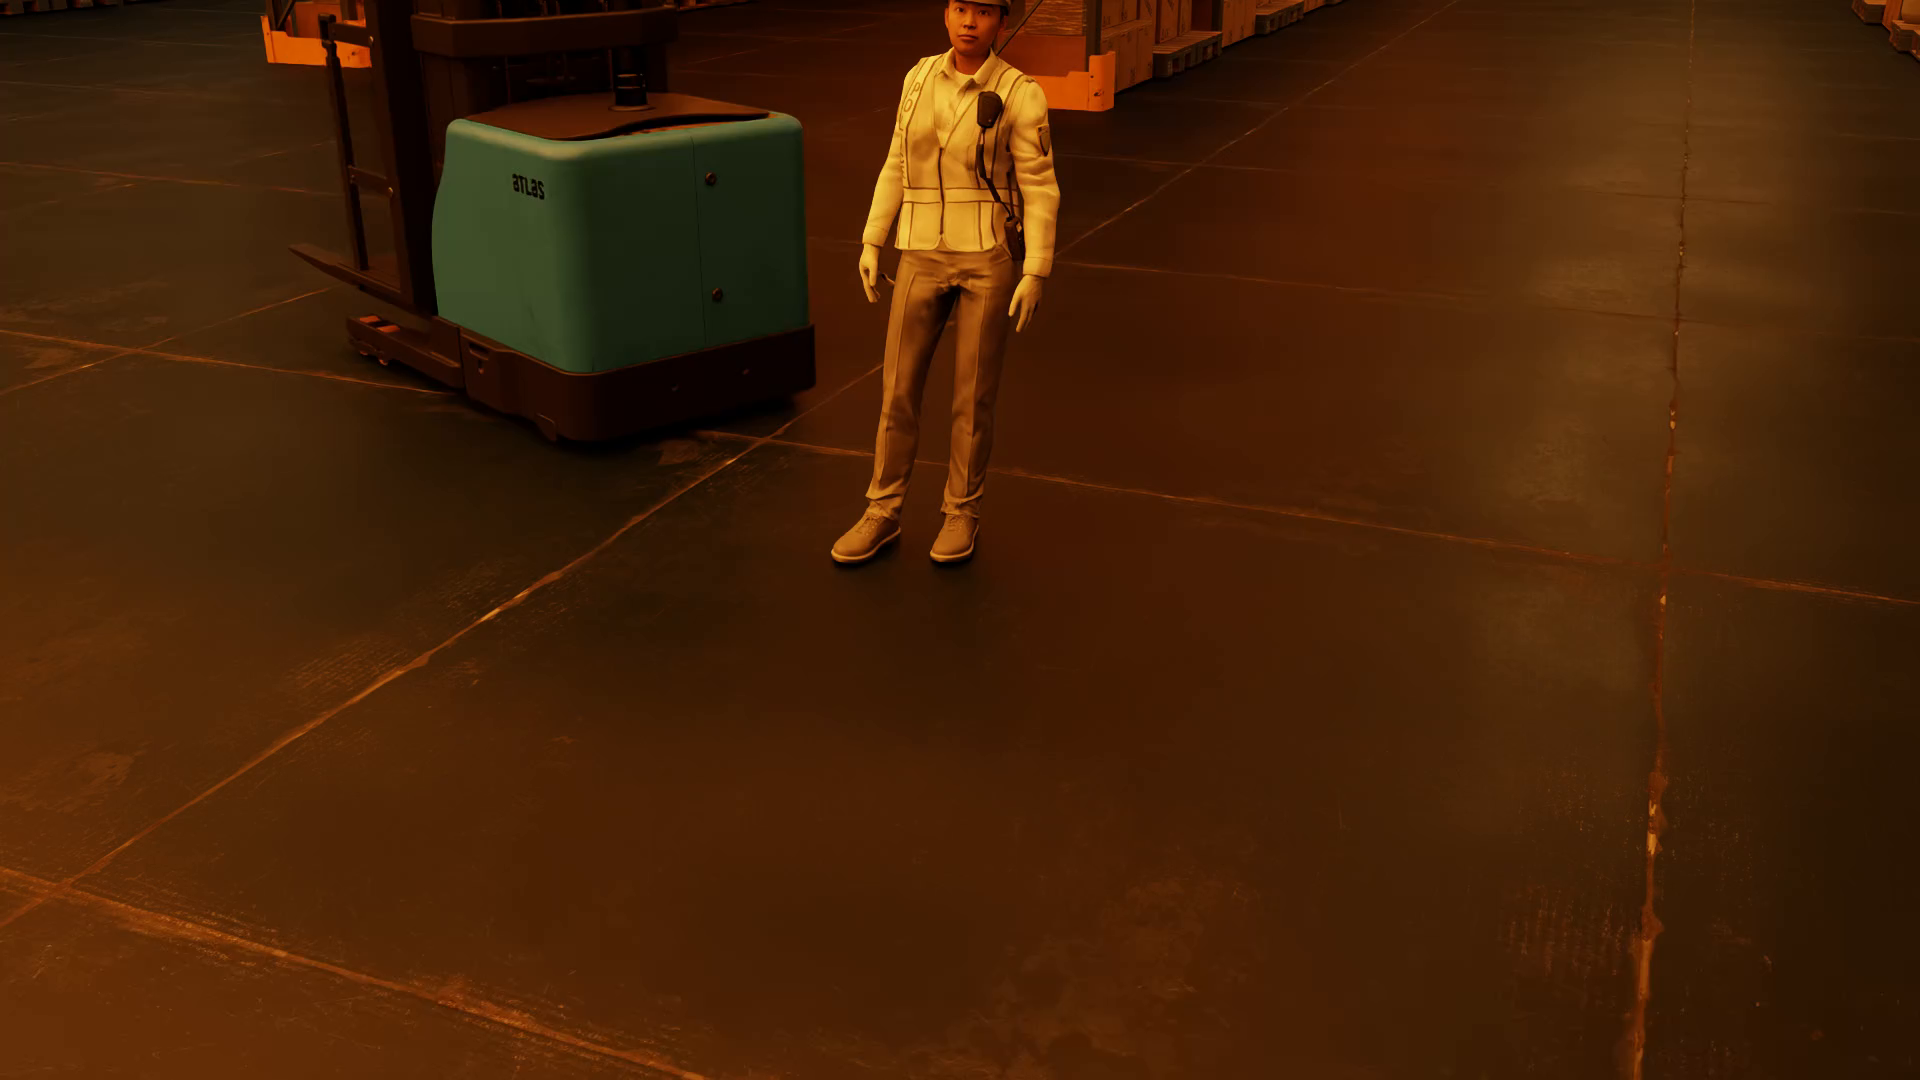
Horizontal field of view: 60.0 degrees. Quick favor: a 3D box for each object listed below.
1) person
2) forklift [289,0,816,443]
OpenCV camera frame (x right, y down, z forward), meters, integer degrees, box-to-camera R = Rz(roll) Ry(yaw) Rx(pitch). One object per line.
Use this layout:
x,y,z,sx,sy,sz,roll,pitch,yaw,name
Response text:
-0.033,-0.765,4.707,0.586,1.694,0.530,9,24,21,person
-1.901,-2.178,6.502,1.130,2.935,3.031,-19,29,-38,forklift
